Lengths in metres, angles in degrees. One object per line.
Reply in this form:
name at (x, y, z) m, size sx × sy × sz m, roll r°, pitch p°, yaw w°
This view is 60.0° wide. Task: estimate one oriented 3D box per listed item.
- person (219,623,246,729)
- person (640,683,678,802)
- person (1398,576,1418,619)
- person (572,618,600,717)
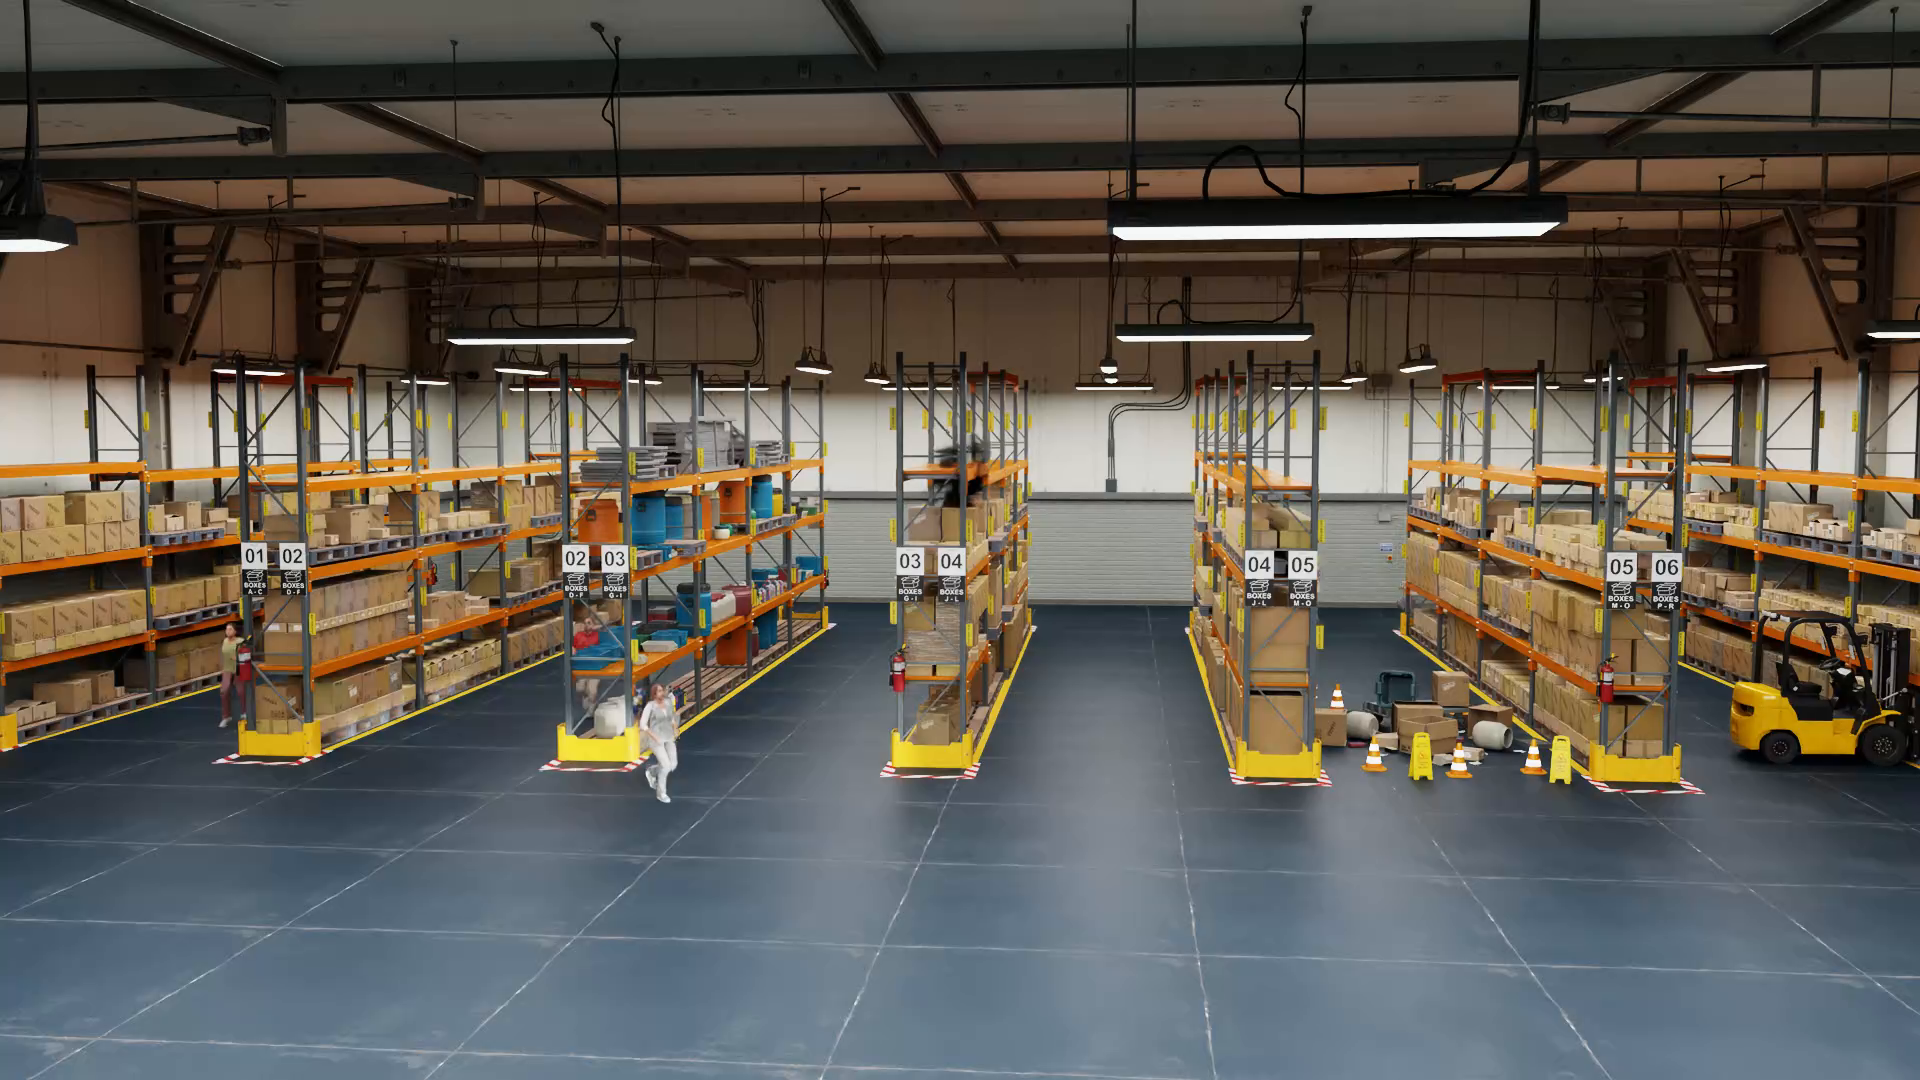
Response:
person at (-11.959, 2.206, 27.494) m, size 0.561 × 1.709 × 0.775 m, roll 0°, pitch 4°, yaw 1°
person at (-4.003, 2.667, 22.034) m, size 0.506 × 1.568 × 0.537 m, roll 4°, pitch 6°, yaw 43°
person at (10.941, 1.271, 40.407) m, size 0.616 × 1.701 × 0.729 m, roll 2°, pitch 4°, yaw 23°
person at (-6.319, 2.160, 28.287) m, size 0.670 × 1.684 × 0.597 m, roll 0°, pitch 4°, yaw 1°
